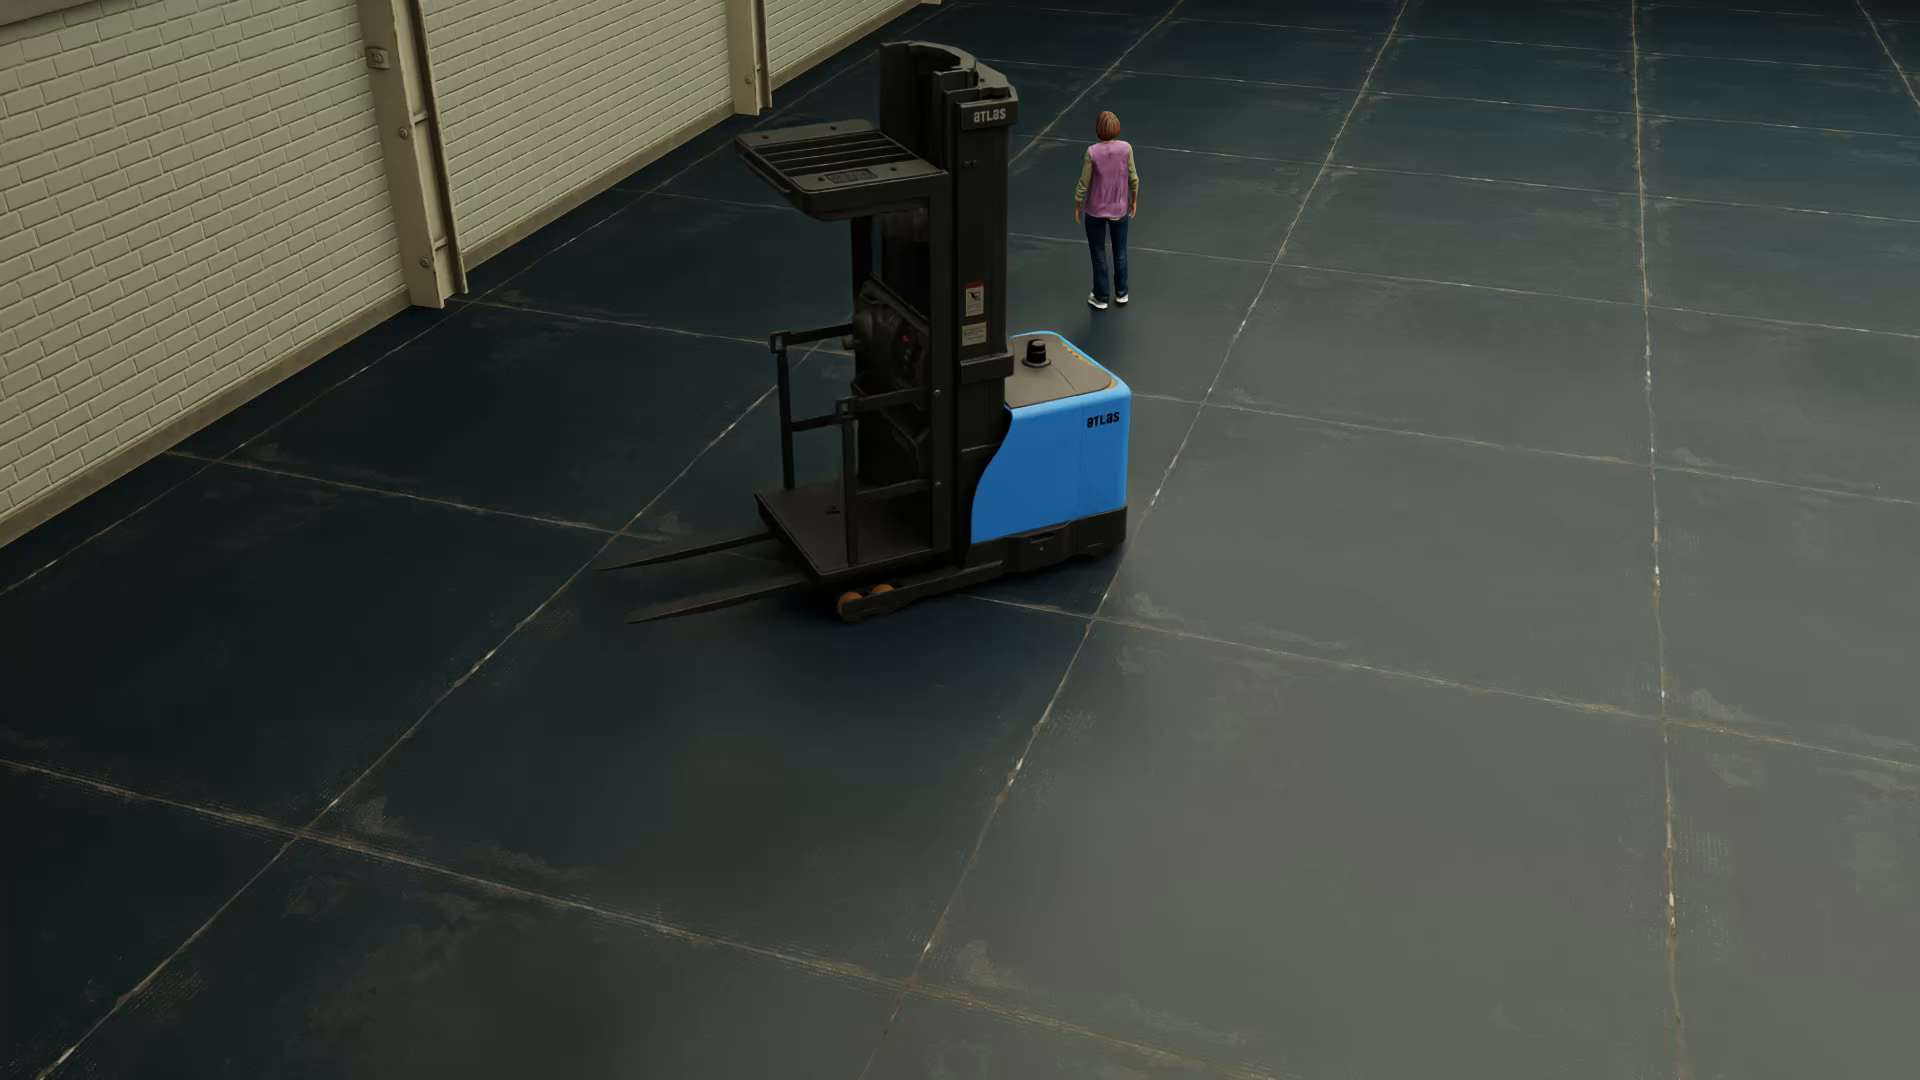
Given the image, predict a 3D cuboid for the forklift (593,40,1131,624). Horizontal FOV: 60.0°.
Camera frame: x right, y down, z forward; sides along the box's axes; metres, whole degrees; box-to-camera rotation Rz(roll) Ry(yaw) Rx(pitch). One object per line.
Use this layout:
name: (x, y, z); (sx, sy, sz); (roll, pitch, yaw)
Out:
forklift: (-0.565, -1.112, 9.087); (3.031, 2.935, 1.130); (-13, 32, -22)

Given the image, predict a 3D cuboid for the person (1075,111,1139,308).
person: (1.136, -2.596, 13.024); (0.518, 1.598, 0.473); (-4, 30, -7)
